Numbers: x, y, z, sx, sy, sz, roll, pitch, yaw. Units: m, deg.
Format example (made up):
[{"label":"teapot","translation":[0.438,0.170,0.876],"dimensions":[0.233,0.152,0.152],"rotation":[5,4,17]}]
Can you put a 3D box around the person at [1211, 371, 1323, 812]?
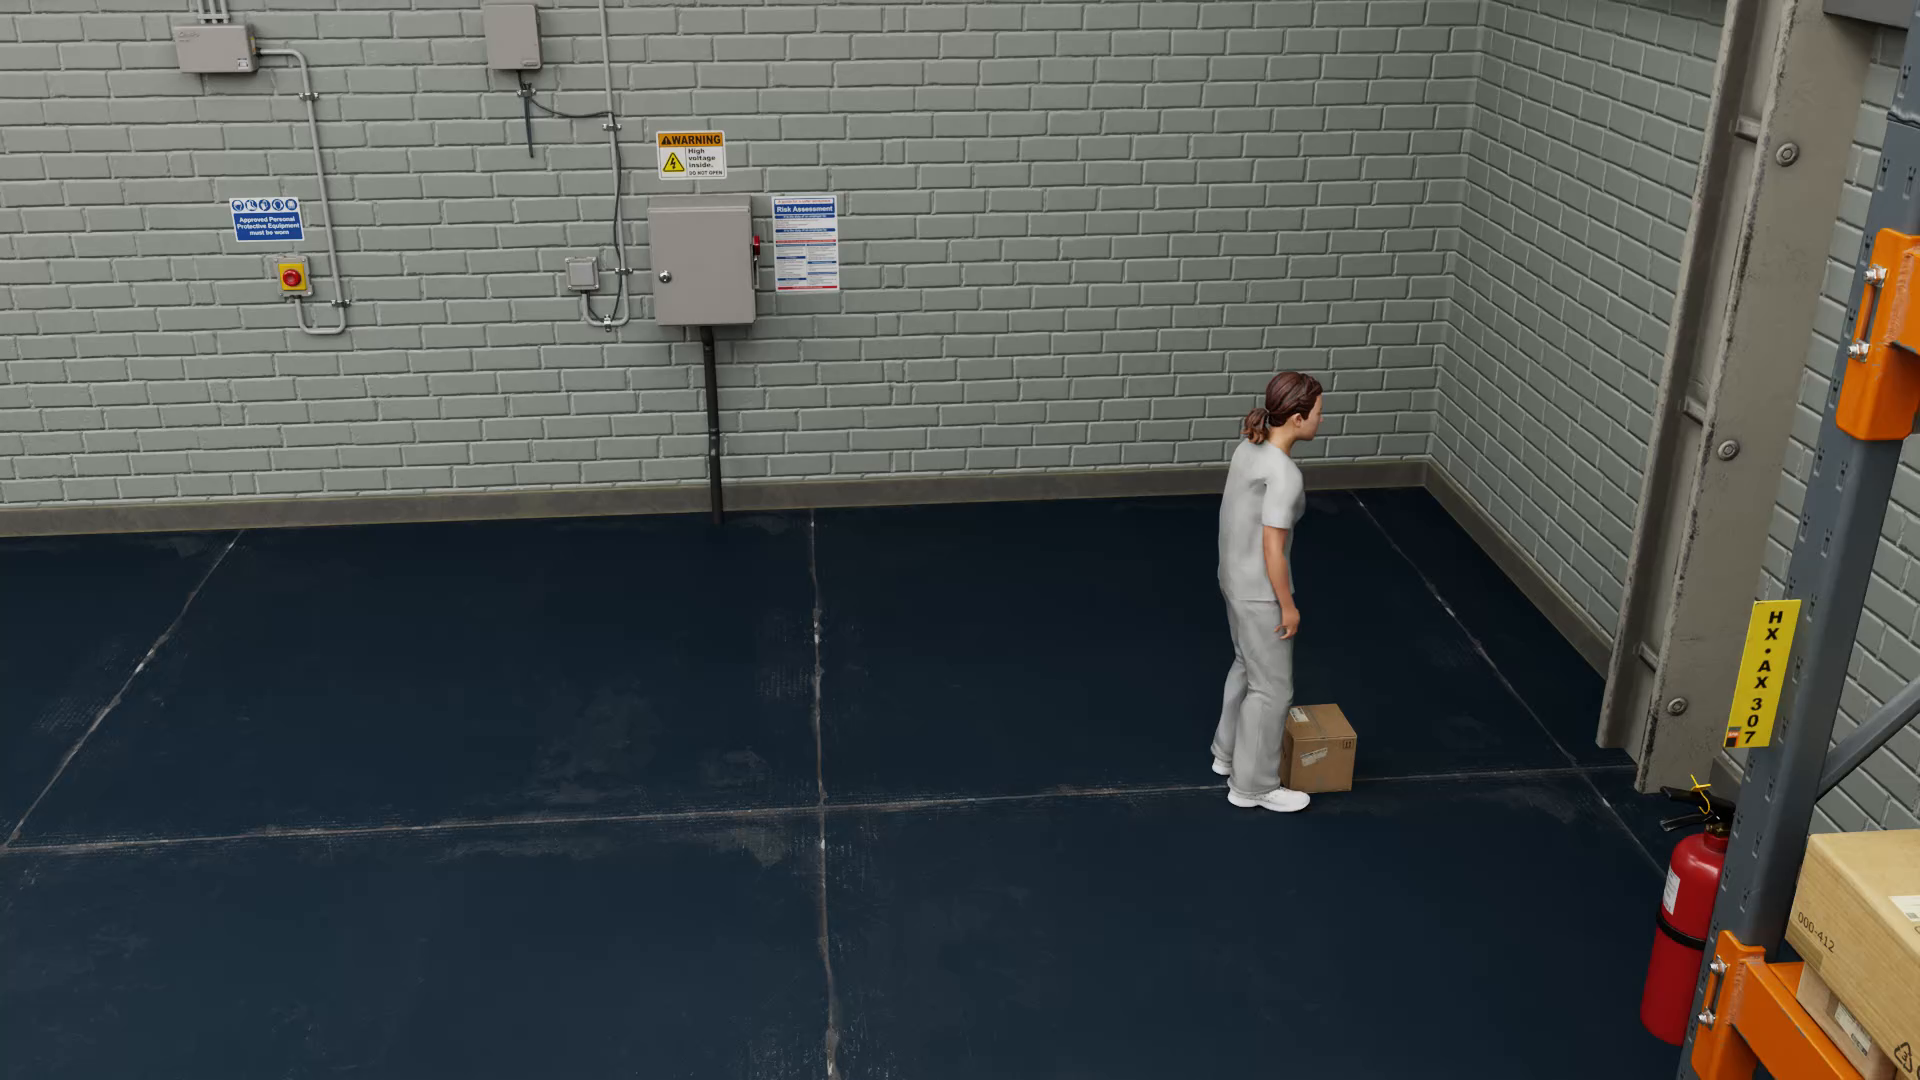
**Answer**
[{"label":"person","translation":[1.139,0.181,6.192],"dimensions":[0.358,1.673,0.486],"rotation":[-2,24,-5]}]
